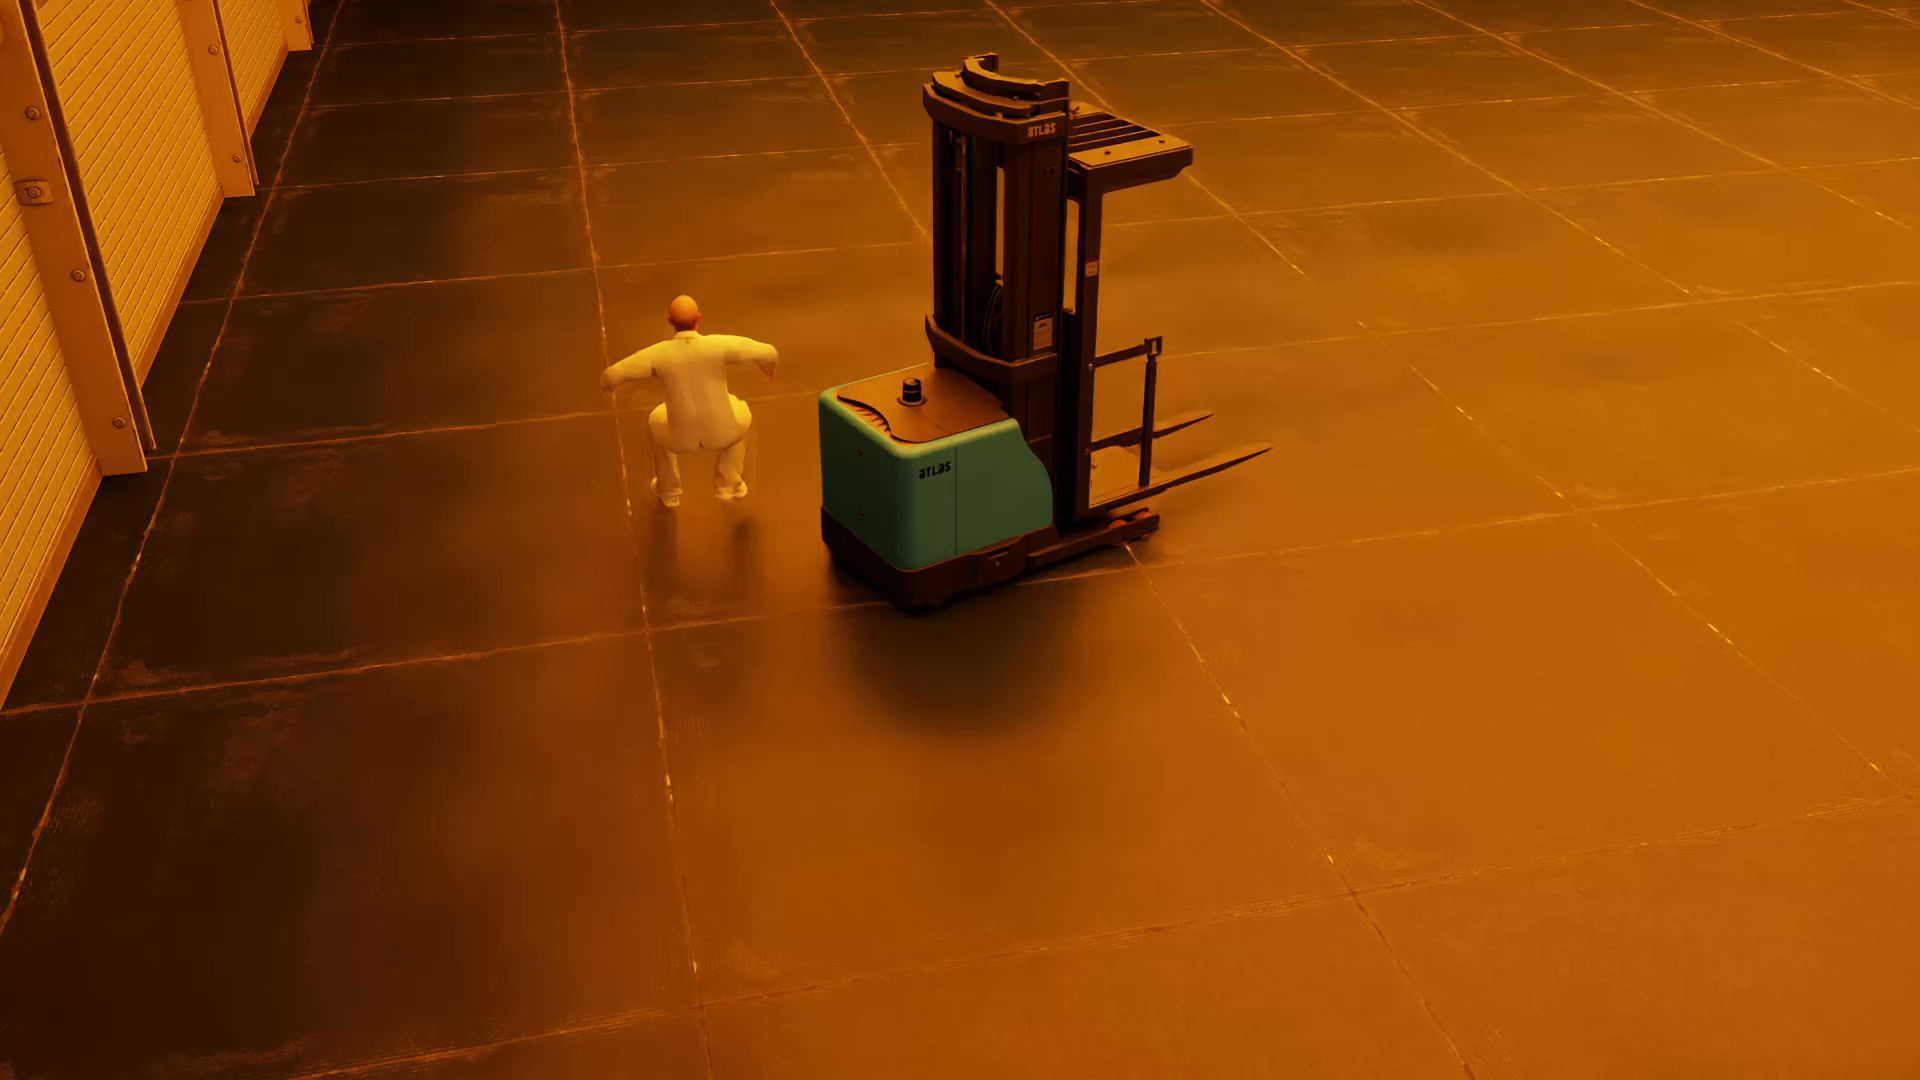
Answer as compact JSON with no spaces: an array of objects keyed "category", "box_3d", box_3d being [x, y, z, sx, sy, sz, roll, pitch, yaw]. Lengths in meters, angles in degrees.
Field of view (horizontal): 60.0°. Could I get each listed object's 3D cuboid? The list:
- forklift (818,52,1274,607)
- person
[{"category":"forklift","box_3d":[0.656,-1.431,10.047,3.031,2.935,1.130,-18,35,-28]},{"category":"person","box_3d":[-1.656,-0.858,10.319,1.092,1.522,0.720,-2,30,-3]}]
